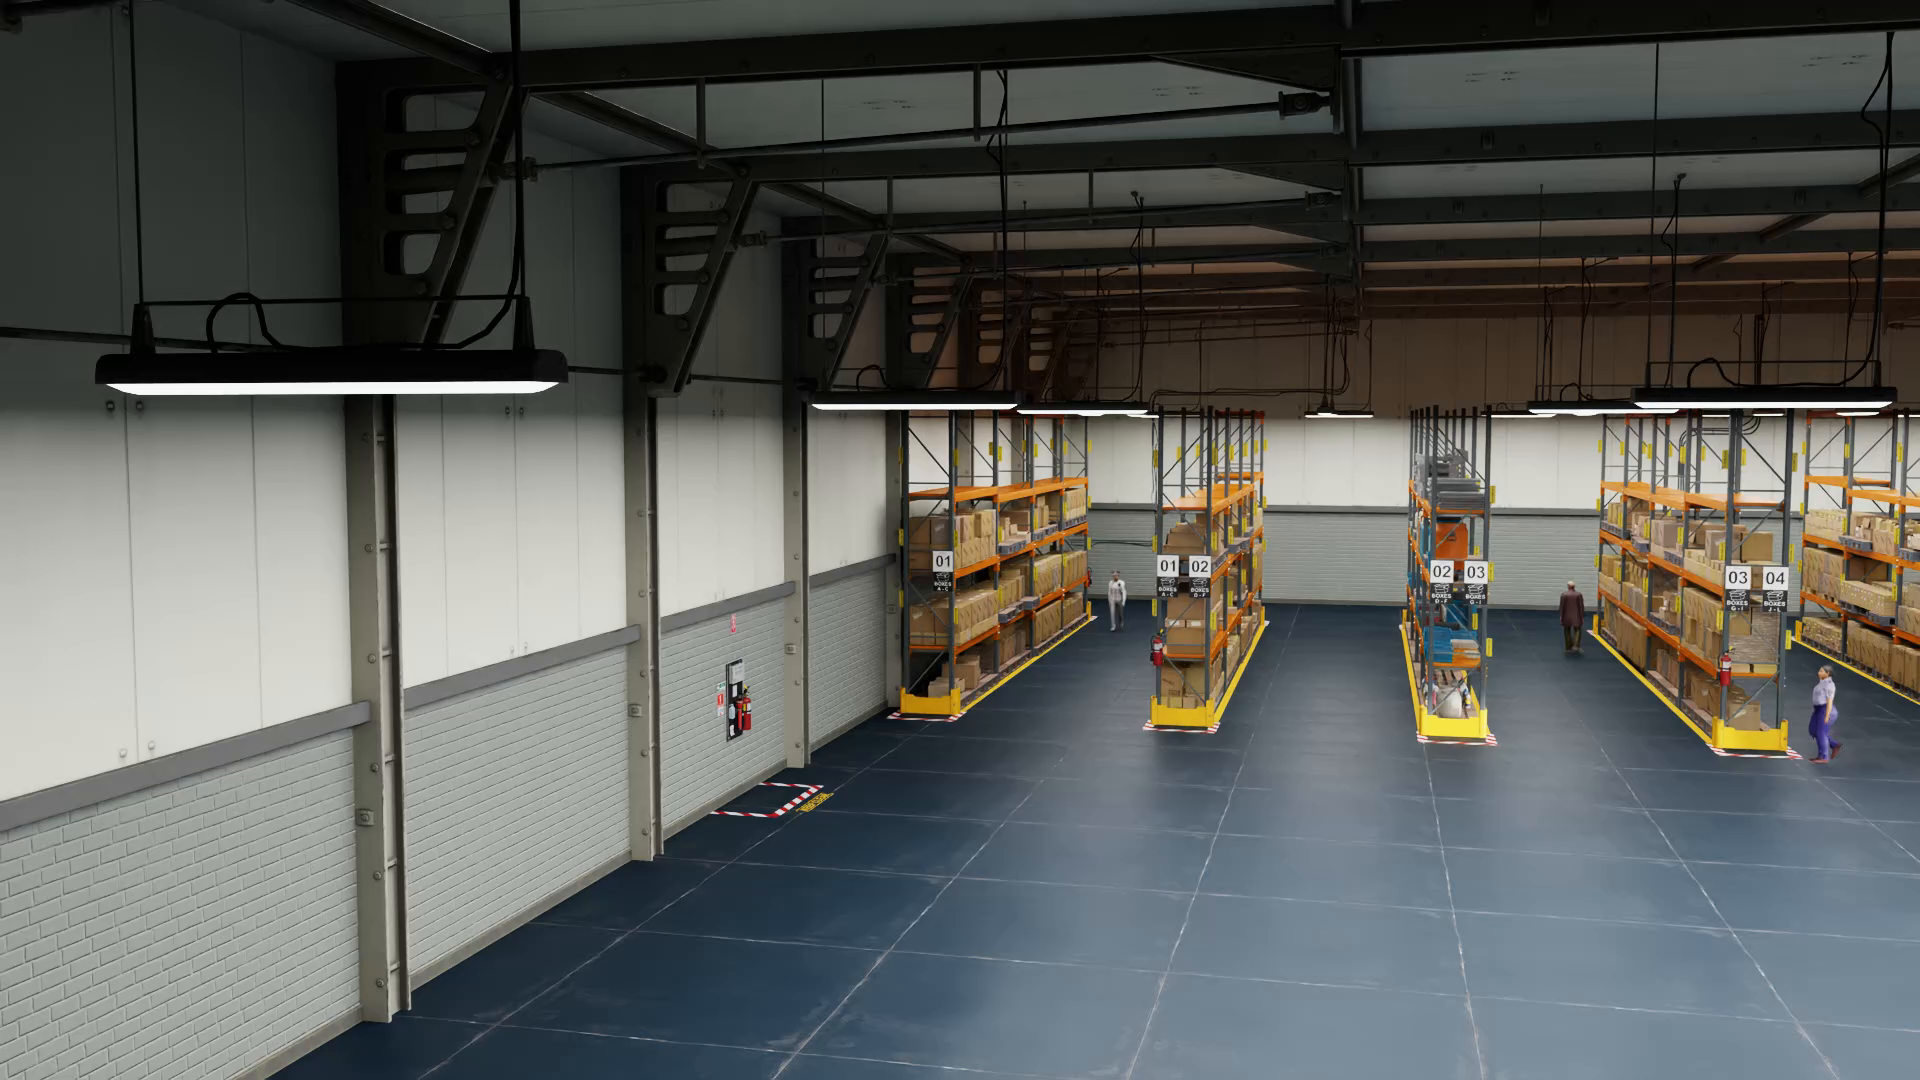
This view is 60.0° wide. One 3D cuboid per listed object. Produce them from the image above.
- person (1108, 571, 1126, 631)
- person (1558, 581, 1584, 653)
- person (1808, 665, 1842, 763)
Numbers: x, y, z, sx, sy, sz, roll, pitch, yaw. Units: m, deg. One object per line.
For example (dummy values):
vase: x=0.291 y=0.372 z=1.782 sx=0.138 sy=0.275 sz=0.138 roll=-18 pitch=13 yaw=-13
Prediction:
person: x=4.297 y=1.633 z=45.412 sx=0.488 sy=1.634 sz=0.852 roll=1 pitch=4 yaw=11
person: x=15.076 y=1.900 z=41.018 sx=0.617 sy=1.775 sz=0.592 roll=1 pitch=4 yaw=12
person: x=14.456 y=2.895 z=27.750 sx=0.511 sy=1.633 sz=0.494 roll=1 pitch=4 yaw=11
